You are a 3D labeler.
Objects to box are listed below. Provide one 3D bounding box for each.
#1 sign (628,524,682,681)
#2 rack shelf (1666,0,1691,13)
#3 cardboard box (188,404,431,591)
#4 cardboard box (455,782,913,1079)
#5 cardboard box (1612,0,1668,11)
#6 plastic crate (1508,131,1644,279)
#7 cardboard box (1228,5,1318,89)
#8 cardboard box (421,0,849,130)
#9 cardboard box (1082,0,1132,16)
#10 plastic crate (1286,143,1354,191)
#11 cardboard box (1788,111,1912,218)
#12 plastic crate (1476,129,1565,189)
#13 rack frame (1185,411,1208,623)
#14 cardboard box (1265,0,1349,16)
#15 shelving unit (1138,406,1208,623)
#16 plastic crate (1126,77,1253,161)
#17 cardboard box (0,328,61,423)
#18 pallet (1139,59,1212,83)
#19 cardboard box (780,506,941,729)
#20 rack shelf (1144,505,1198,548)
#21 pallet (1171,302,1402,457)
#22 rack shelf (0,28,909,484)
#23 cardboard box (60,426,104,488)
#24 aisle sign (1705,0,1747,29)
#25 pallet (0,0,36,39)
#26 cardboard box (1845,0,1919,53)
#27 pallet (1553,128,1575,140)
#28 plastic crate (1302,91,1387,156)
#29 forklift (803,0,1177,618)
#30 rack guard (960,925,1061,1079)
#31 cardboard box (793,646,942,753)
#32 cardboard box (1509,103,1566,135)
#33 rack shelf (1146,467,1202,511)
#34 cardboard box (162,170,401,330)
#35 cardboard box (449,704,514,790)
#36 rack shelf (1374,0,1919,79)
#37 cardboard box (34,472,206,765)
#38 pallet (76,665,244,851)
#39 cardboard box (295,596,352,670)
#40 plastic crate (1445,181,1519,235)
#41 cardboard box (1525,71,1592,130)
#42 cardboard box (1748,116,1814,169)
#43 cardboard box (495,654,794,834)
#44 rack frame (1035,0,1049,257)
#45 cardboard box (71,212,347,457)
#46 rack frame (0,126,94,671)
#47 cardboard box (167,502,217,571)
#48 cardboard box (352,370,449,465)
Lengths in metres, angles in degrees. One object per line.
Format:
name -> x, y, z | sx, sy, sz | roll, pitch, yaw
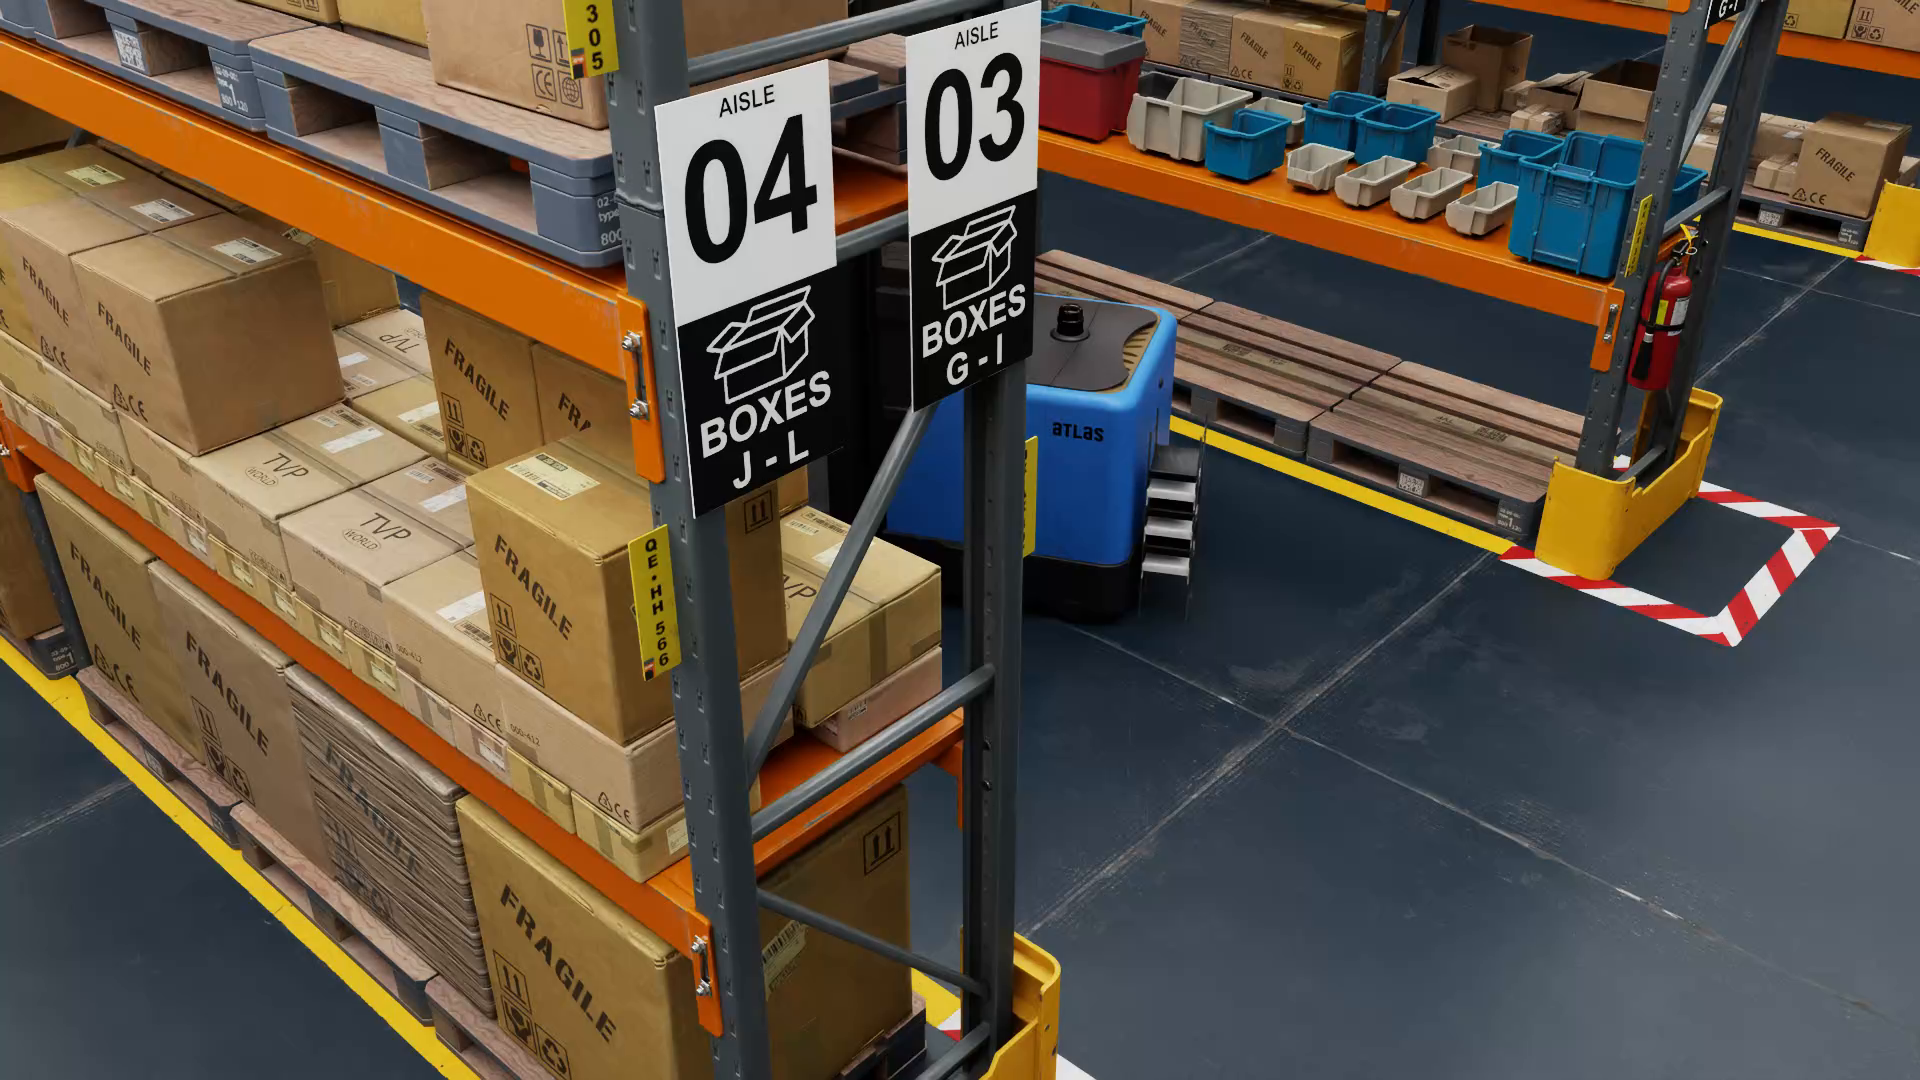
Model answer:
sign -> -0.598, 0.126, 3.280 | 0.005, 0.325, 0.100 | 25, 39, 35
rack shelf -> 1.617, -3.042, 7.685 | 4.000, 0.370, 1.077 | 25, 39, 35
cardboard box -> -1.903, -0.139, 4.930 | 0.500, 0.250, 0.500 | 25, 39, 35
cardboard box -> -0.751, 1.060, 4.734 | 0.875, 0.875, 0.875 | 25, 39, 35
cardboard box -> 4.786, -3.887, 11.202 | 0.500, 0.500, 0.500 | 24, 39, 34
plastic crate -> 2.727, -1.459, 7.172 | 0.499, 0.435, 0.616 | 25, 39, 35
cardboard box -> 2.542, -4.004, 13.489 | 0.500, 0.500, 0.500 | 25, 39, 35
cardboard box -> -0.645, -1.189, 3.308 | 0.500, 0.500, 0.700 | 22, 38, 32
cardboard box -> 1.402, -4.531, 14.365 | 0.500, 0.500, 0.500 | 24, 39, 34
plastic crate -> 1.714, -1.787, 8.008 | 0.250, 0.136, 0.298 | 25, 39, 35
cardboard box -> 5.859, -2.478, 10.954 | 0.500, 0.500, 0.500 | 25, 39, 35
plastic crate -> 2.650, -1.766, 7.880 | 0.300, 0.233, 0.416 | 25, 39, 35
rack frame -> 0.998, -0.089, 7.025 | 0.006, 0.900, 0.240 | 7, 32, 12
cardboard box -> 2.863, -4.209, 13.830 | 0.500, 0.500, 0.500 | 26, 39, 36
shelving unit -> 0.899, -0.101, 7.046 | 0.210, 0.900, 0.258 | 7, 32, 12
plastic crate -> 1.143, -2.134, 8.443 | 0.530, 0.282, 0.437 | 25, 39, 35
cardboard box -> -3.016, -0.664, 5.802 | 0.500, 0.250, 0.500 | 24, 39, 34
pallet -> 1.924, -4.145, 14.431 | 1.213, 0.211, 1.003 | 25, 39, 35
cardboard box -> -0.398, 0.188, 4.386 | 0.500, 0.250, 0.500 | 24, 38, 34
rack shelf -> 0.899, -0.073, 7.063 | 0.200, 0.077, 0.258 | 7, 32, 12
pallet -> 1.615, -0.901, 9.042 | 1.213, 0.211, 1.003 | 25, 39, 35
rack shelf -> -1.706, -1.148, 4.538 | 4.000, 0.370, 1.077 | 25, 39, 35
cardboard box -> -2.802, -0.345, 5.658 | 0.250, 0.149, 0.380 | 27, 40, 37
aisle sign -> 2.957, -2.350, 6.225 | 0.004, 0.787, 0.394 | 25, 39, 35
pallet -> -2.589, -1.824, 5.049 | 1.213, 0.211, 1.003 | 25, 39, 35
cardboard box -> 5.912, -3.360, 10.326 | 0.500, 0.500, 0.500 | 26, 40, 36
pallet -> 4.879, -2.795, 12.189 | 1.213, 0.211, 1.003 | 25, 39, 35
plastic crate -> 1.939, -2.098, 8.431 | 0.300, 0.233, 0.416 | 25, 39, 35
forklift -> -0.599, -1.351, 7.153 | 3.031, 2.935, 1.130 | 9, 32, 15
rack guard -> -0.205, 1.600, 4.608 | 0.348, 0.500, 1.175 | 25, 39, 35
cardboard box -> -0.265, 0.379, 4.455 | 0.250, 0.149, 0.380 | 26, 39, 36
cardboard box -> 4.275, -3.102, 12.314 | 0.250, 0.166, 0.380 | 25, 39, 35
rack shelf -> 0.899, -0.227, 6.970 | 0.200, 0.077, 0.258 | 7, 32, 12
cardboard box -> -2.300, -1.016, 5.660 | 0.500, 0.500, 0.500 | 25, 39, 36
cardboard box -> -1.088, 0.454, 4.331 | 0.250, 0.149, 0.380 | 25, 39, 35
rack shelf -> 4.944, -3.650, 11.602 | 4.000, 0.370, 1.077 | 25, 39, 35
cardboard box -> -2.753, 0.126, 6.286 | 0.875, 0.875, 0.875 | 25, 39, 35
pallet -> -2.678, 0.624, 6.509 | 1.213, 0.211, 1.003 | 25, 39, 35
cardboard box -> -1.659, 0.189, 4.772 | 0.250, 0.149, 0.380 | 25, 39, 35
plastic crate -> 2.374, -1.499, 7.529 | 0.243, 0.136, 0.396 | 25, 39, 35
cardboard box -> 4.630, -3.339, 12.568 | 0.500, 0.311, 0.500 | 25, 39, 35
cardboard box -> 5.843, -2.746, 11.643 | 0.500, 0.250, 0.500 | 25, 39, 35
cardboard box -> -0.761, 0.391, 4.049 | 0.500, 0.250, 0.500 | 24, 39, 34
rack frame -> 0.135, -2.758, 9.422 | 0.127, 3.000, 1.000 | 25, 39, 35
cardboard box -> -2.257, -0.633, 5.023 | 0.500, 0.500, 0.500 | 24, 38, 34
rack frame -> -3.189, -0.864, 6.276 | 0.127, 3.000, 1.000 | 25, 39, 35
cardboard box -> -2.232, -0.078, 5.215 | 0.250, 0.149, 0.380 | 26, 39, 36
cardboard box -> -1.548, -0.343, 5.269 | 0.500, 0.250, 0.500 | 24, 39, 34
